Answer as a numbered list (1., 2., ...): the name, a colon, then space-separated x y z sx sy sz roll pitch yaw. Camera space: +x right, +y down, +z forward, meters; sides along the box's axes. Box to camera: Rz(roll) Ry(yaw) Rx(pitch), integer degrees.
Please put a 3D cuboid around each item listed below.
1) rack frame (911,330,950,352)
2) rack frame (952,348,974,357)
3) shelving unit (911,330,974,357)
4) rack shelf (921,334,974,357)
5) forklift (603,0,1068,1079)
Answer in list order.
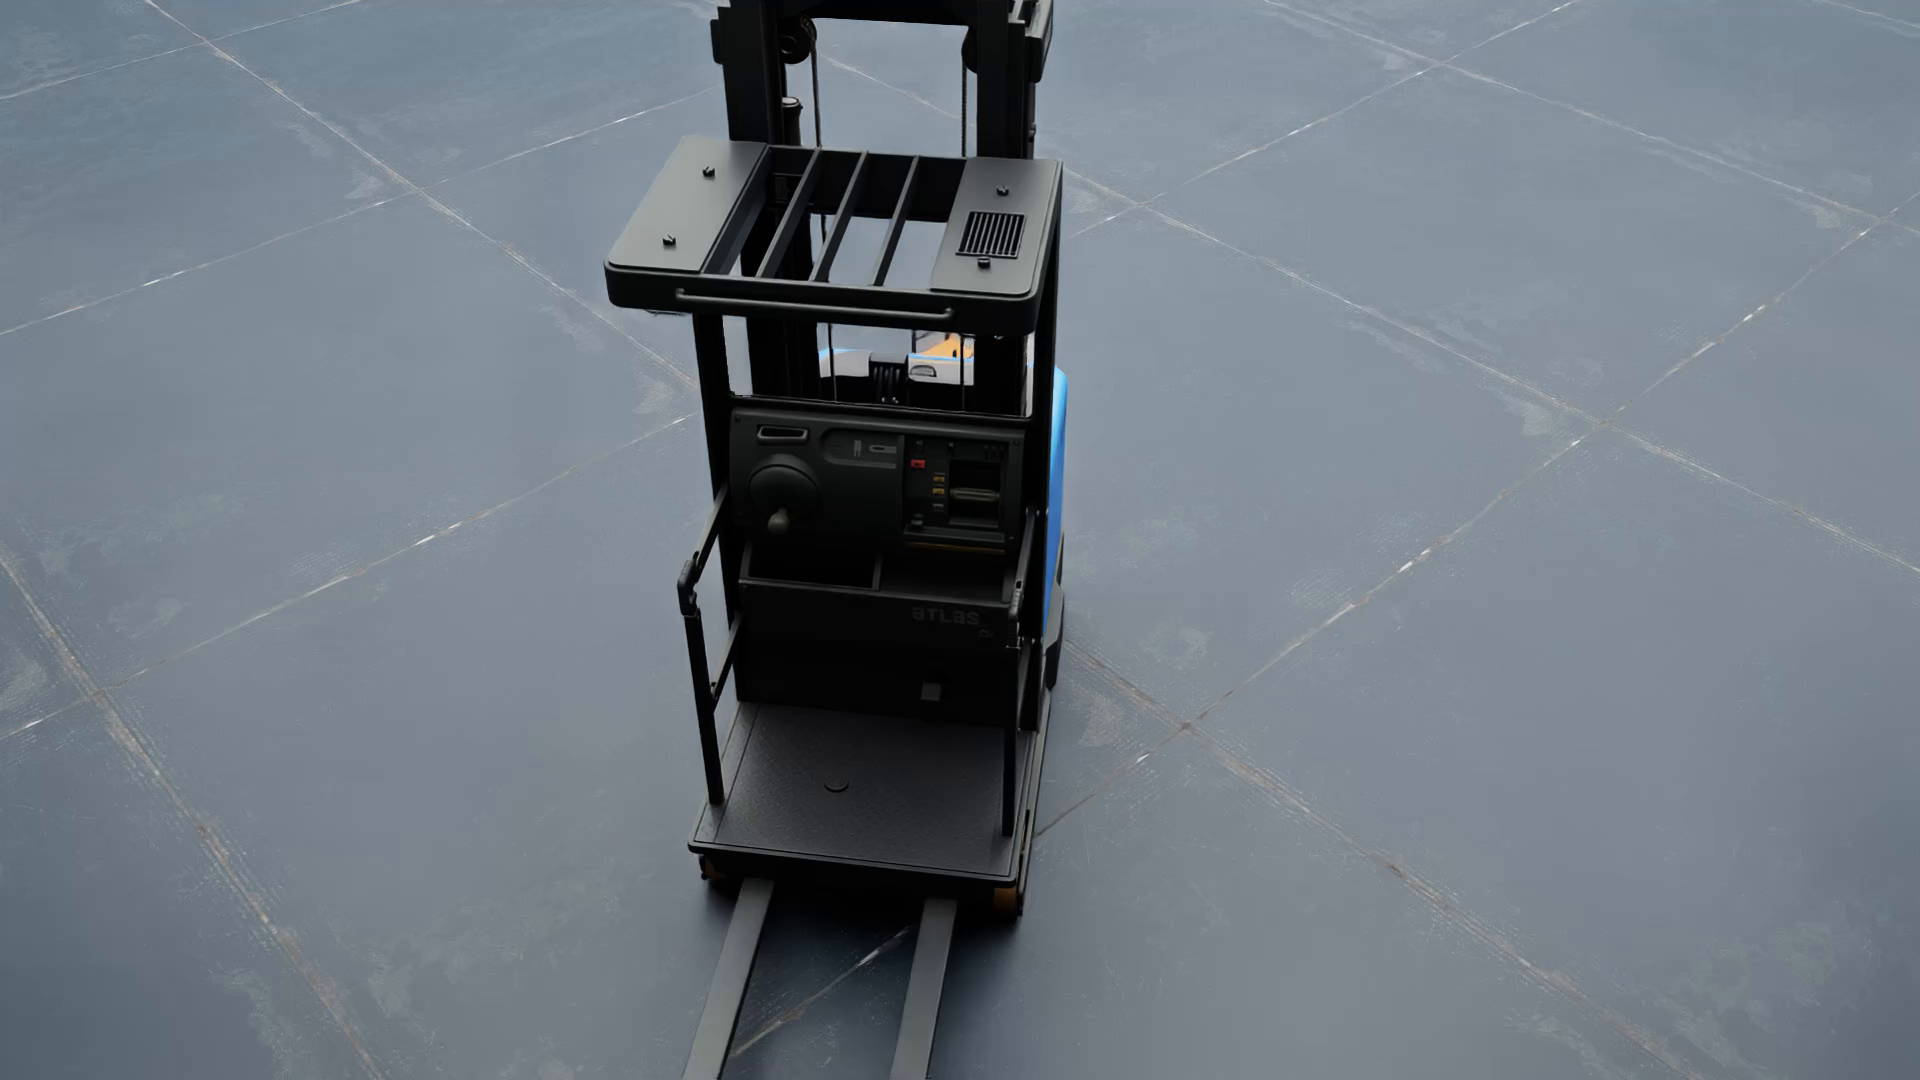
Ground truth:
1. rack frame: -0.119 -0.490 7.021 0.200 1.050 0.008 -30 48 -32
2. rack frame: 0.046 -0.377 6.881 0.200 1.050 0.008 -30 48 -32
3. shelving unit: -0.036 -0.433 6.951 0.215 1.050 0.252 -30 48 -32
4. rack shelf: -0.036 -0.646 6.779 0.215 0.259 0.240 -30 48 -32
5. forklift: -0.293 -0.111 5.055 1.130 2.935 3.031 5 39 6
